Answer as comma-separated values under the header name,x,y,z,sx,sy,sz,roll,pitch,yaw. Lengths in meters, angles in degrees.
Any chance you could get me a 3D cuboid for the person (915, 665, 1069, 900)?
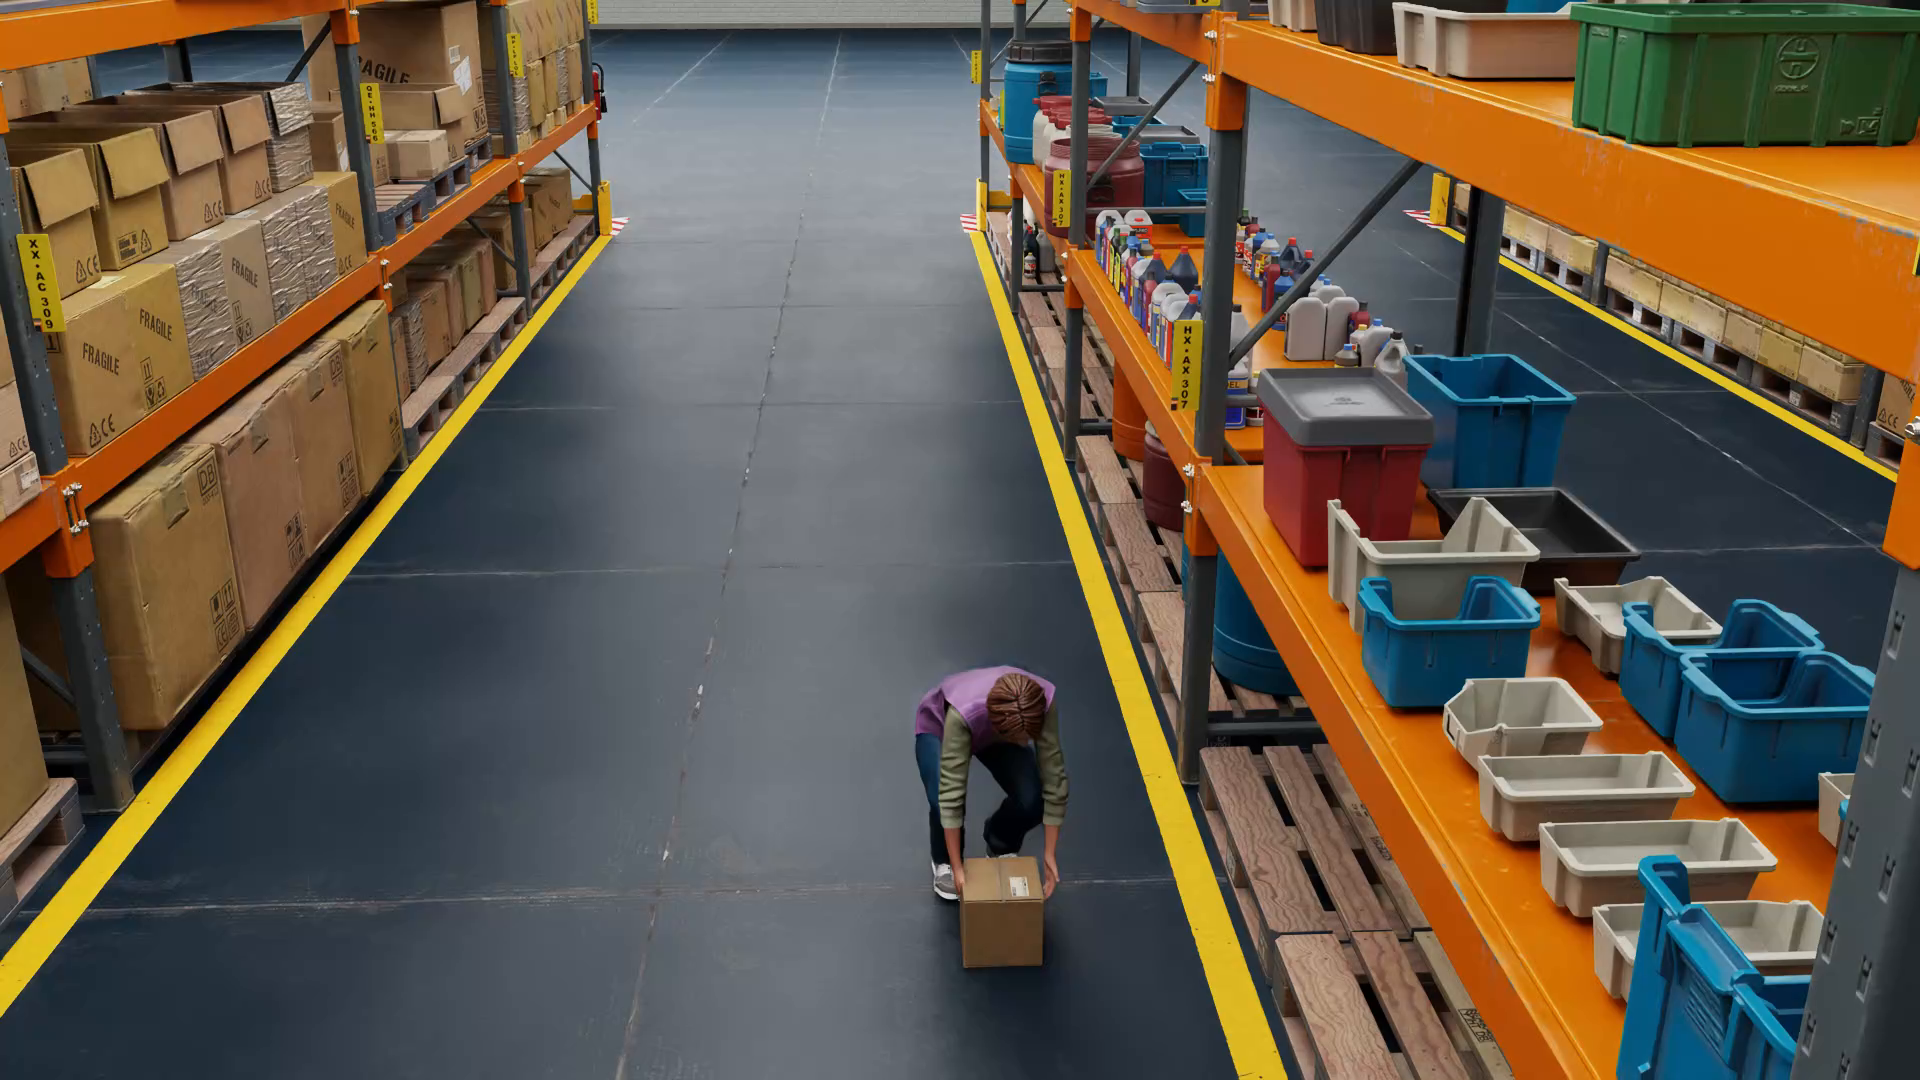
name,x,y,z,sx,sy,sz,roll,pitch,yaw
person,0.094,0.765,5.529,0.446,0.920,0.787,-4,21,-10
